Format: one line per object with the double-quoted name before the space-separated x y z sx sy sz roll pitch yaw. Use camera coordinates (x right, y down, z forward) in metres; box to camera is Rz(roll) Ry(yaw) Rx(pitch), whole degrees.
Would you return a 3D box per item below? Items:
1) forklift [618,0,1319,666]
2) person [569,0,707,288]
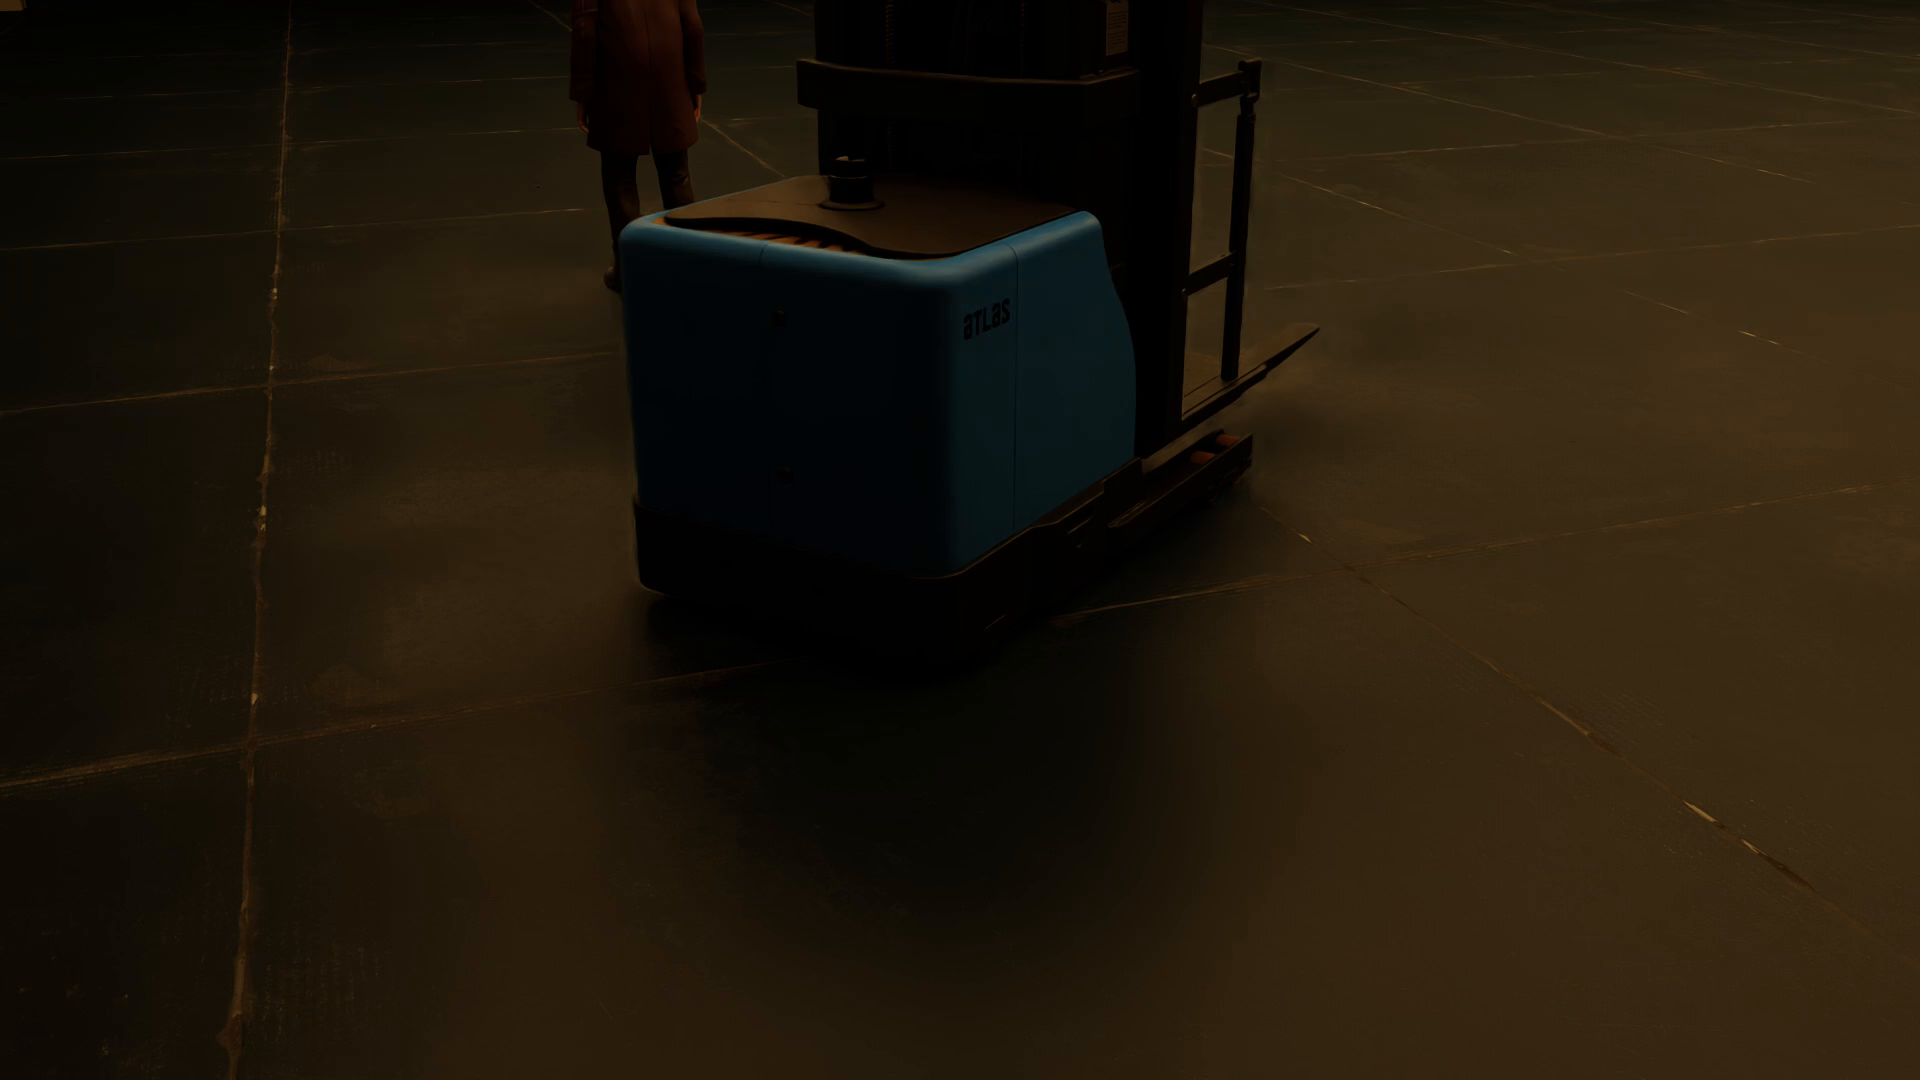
"forklift" 0.315 -1.558 5.004 1.130 2.935 3.031 14 26 29
"person" -1.471 -2.028 7.615 0.642 1.772 0.435 -11 25 -24
